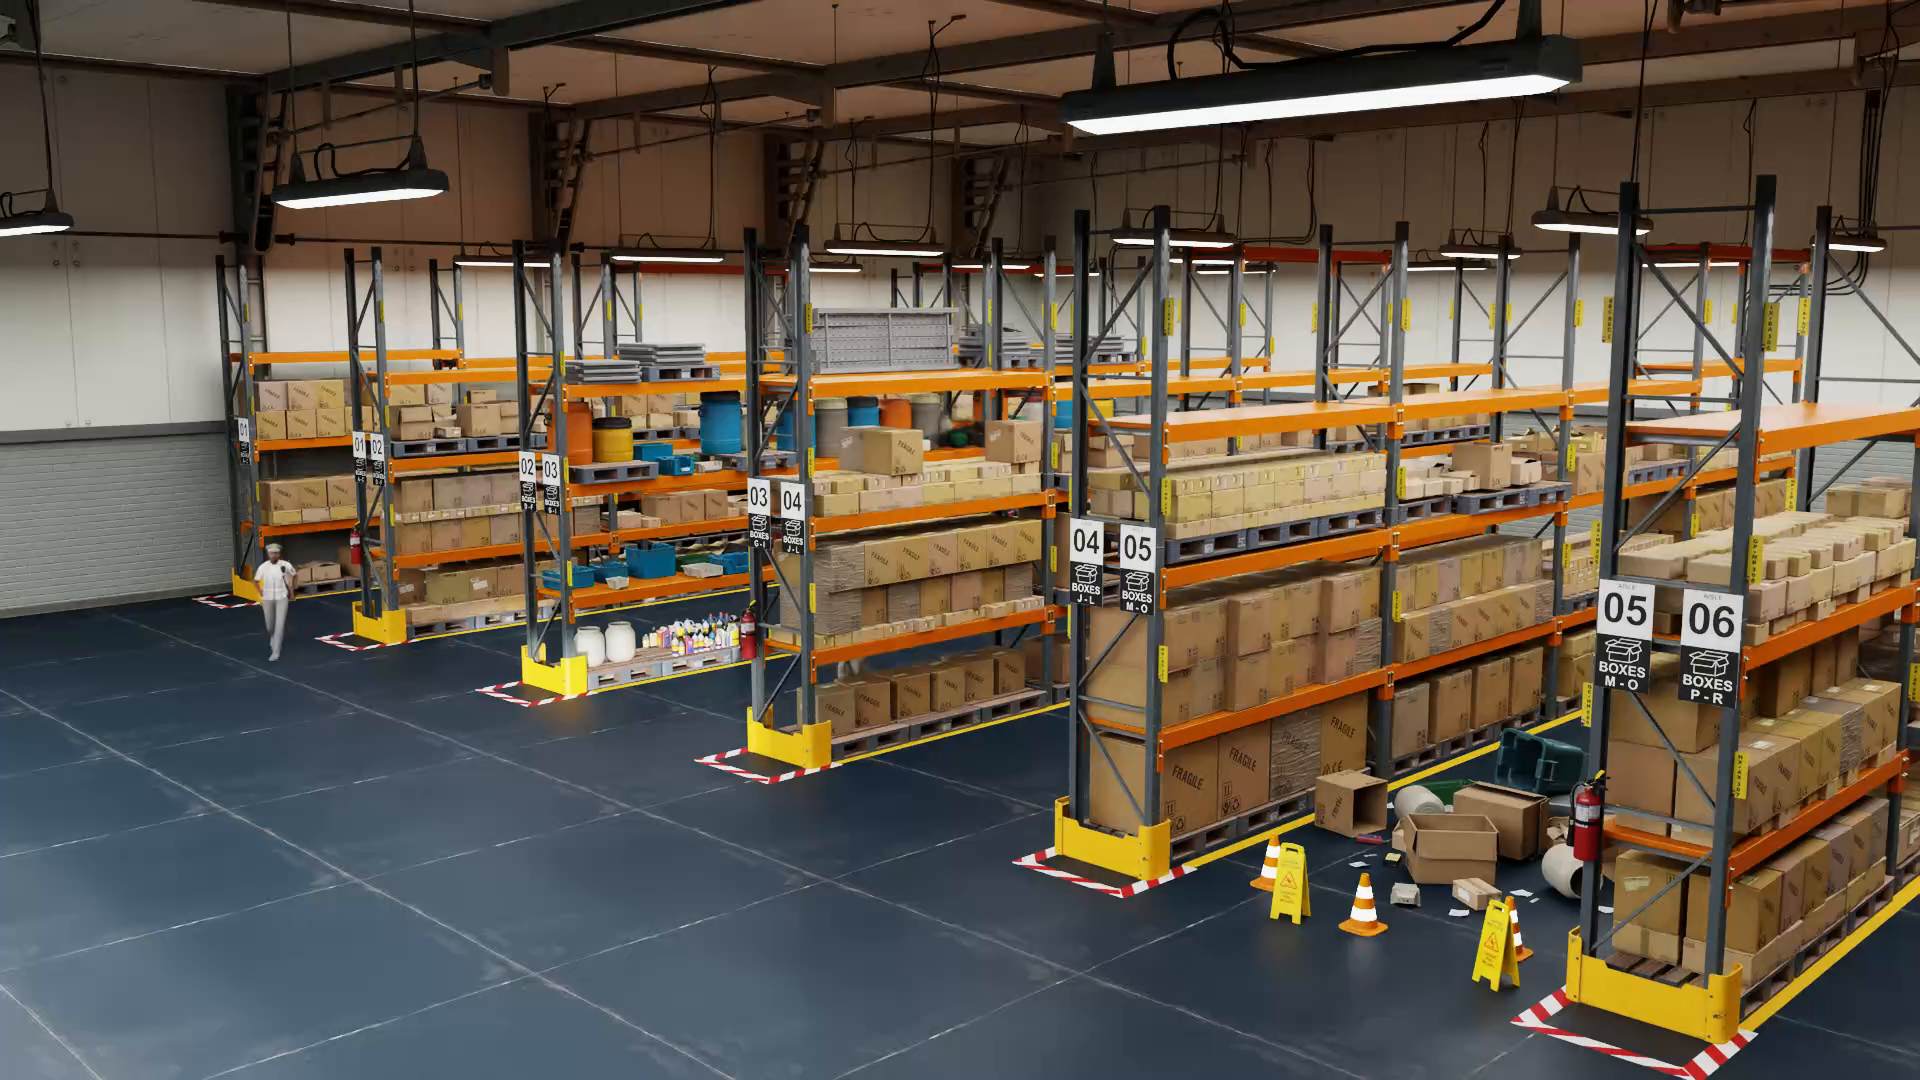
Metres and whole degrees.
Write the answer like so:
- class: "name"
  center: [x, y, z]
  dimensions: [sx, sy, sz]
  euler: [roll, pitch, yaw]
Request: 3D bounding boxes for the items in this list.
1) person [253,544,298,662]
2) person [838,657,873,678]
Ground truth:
- class: "person"
  center: [-10.063, 0.880, 24.477]
  dimensions: [0.606, 1.696, 0.904]
  euler: [-2, 8, -15]
- class: "person"
  center: [-1.359, 1.265, 21.415]
  dimensions: [0.722, 1.757, 0.835]
  euler: [6, 10, 38]
